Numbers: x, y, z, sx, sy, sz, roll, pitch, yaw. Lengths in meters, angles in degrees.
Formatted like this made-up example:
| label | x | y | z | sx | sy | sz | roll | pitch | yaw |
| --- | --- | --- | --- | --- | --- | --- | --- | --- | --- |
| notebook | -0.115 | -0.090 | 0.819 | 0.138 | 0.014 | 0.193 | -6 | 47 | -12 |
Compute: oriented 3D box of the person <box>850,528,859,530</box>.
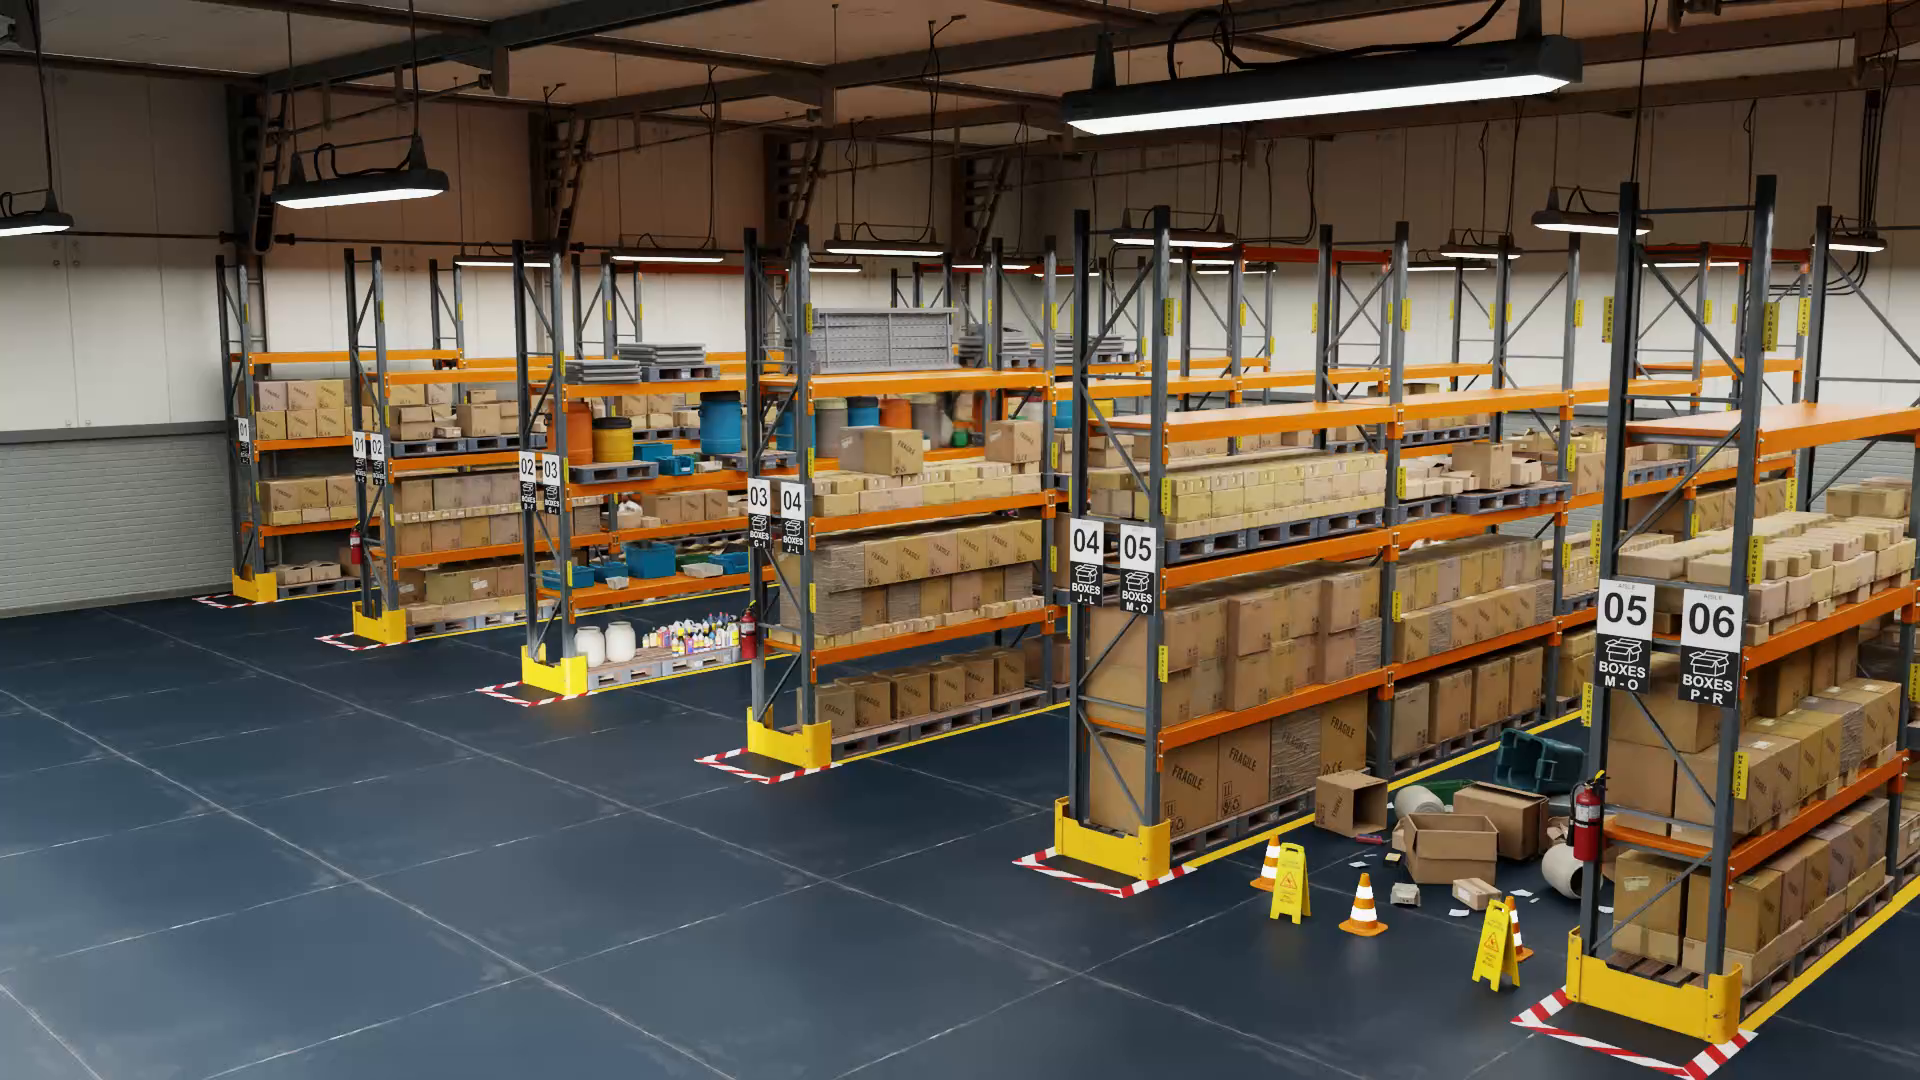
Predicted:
| label | x | y | z | sx | sy | sz | roll | pitch | yaw |
| --- | --- | --- | --- | --- | --- | --- | --- | --- | --- |
| person | -1.977 | -0.177 | 29.554 | 0.683 | 1.780 | 0.849 | 5 | 10 | 32 |

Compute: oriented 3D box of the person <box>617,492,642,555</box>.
| label | x | y | z | sx | sy | sz | roll | pitch | yaw |
| --- | --- | --- | --- | --- | --- | --- | --- | --- | --- |
| person | -6.429 | -0.159 | 31.965 | 0.592 | 1.628 | 0.539 | 6 | 10 | 38 |

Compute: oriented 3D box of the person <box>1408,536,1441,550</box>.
| label | x | y | z | sx | sy | sz | roll | pitch | yaw |
| --- | --- | --- | --- | --- | --- | --- | --- | --- | --- |
| person | 7.213 | 0.638 | 25.757 | 0.716 | 1.755 | 1.022 | 7 | 11 | 42 |
